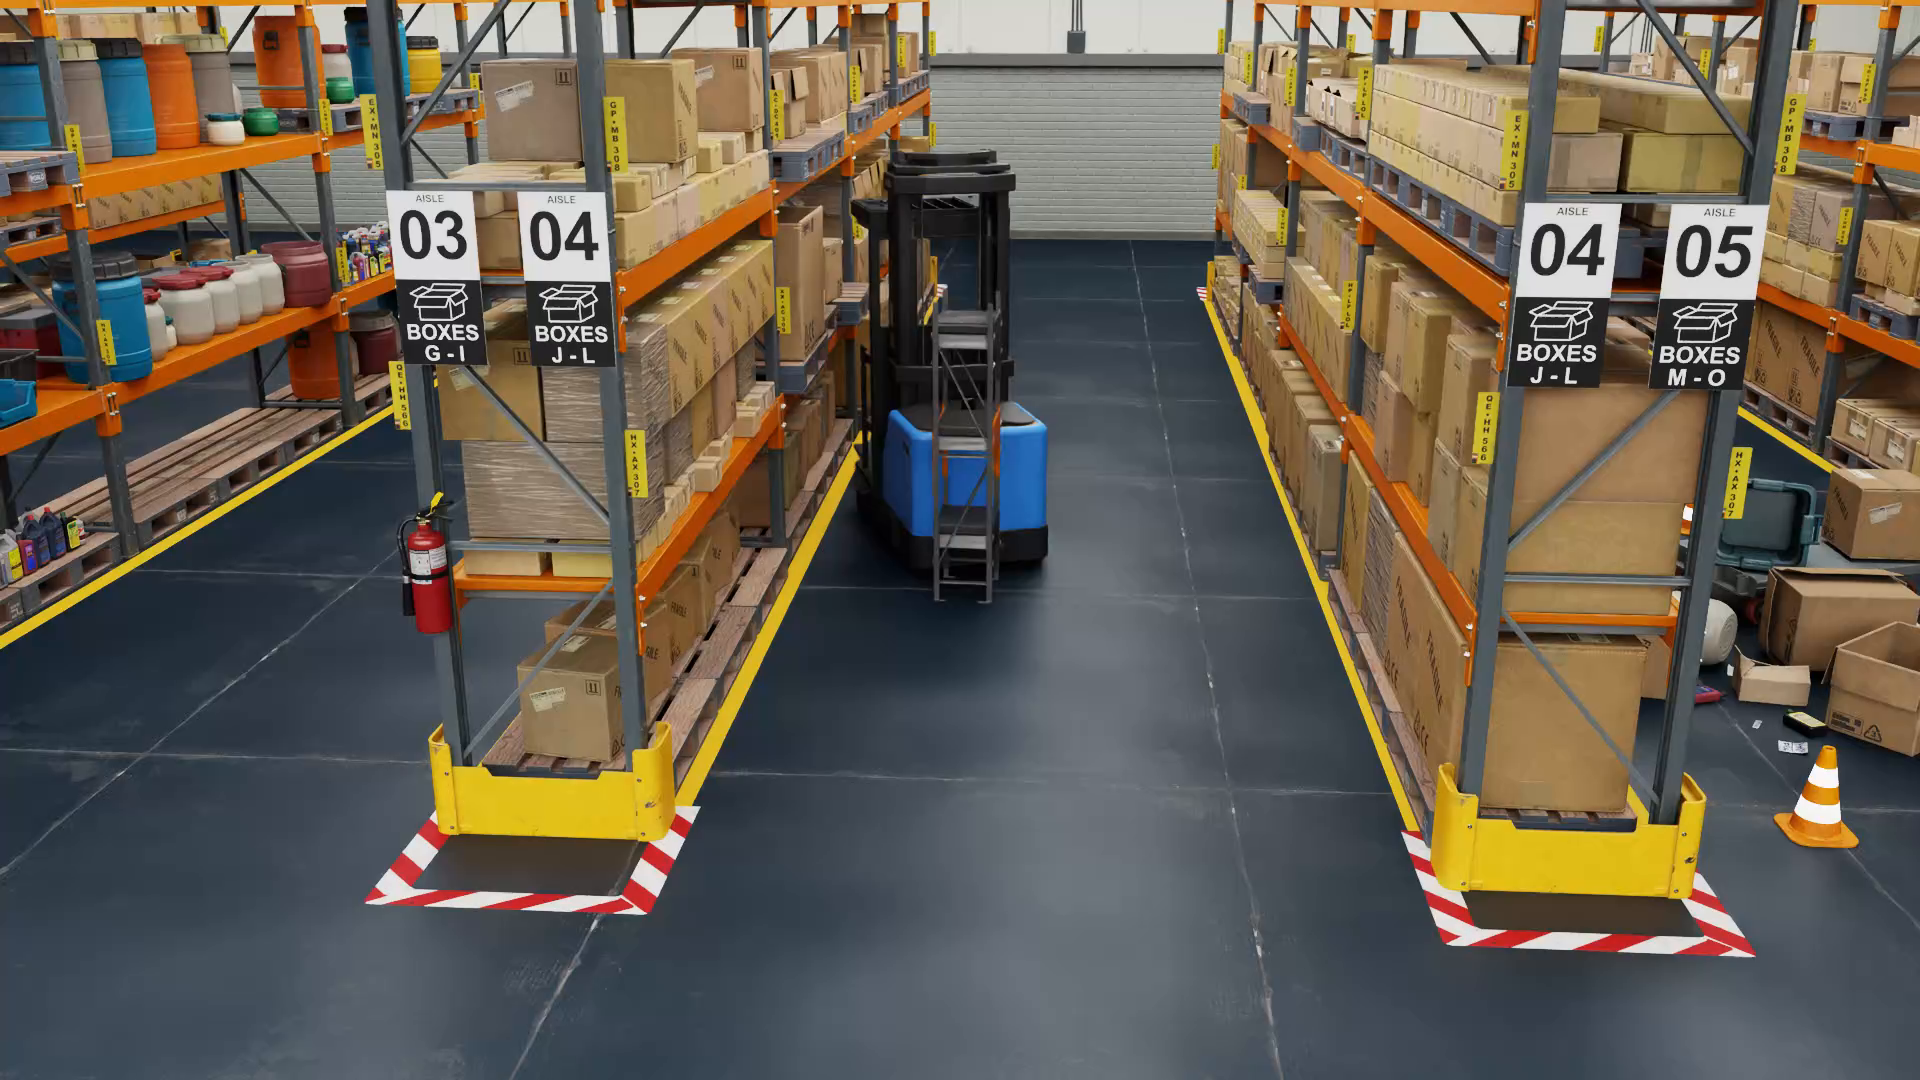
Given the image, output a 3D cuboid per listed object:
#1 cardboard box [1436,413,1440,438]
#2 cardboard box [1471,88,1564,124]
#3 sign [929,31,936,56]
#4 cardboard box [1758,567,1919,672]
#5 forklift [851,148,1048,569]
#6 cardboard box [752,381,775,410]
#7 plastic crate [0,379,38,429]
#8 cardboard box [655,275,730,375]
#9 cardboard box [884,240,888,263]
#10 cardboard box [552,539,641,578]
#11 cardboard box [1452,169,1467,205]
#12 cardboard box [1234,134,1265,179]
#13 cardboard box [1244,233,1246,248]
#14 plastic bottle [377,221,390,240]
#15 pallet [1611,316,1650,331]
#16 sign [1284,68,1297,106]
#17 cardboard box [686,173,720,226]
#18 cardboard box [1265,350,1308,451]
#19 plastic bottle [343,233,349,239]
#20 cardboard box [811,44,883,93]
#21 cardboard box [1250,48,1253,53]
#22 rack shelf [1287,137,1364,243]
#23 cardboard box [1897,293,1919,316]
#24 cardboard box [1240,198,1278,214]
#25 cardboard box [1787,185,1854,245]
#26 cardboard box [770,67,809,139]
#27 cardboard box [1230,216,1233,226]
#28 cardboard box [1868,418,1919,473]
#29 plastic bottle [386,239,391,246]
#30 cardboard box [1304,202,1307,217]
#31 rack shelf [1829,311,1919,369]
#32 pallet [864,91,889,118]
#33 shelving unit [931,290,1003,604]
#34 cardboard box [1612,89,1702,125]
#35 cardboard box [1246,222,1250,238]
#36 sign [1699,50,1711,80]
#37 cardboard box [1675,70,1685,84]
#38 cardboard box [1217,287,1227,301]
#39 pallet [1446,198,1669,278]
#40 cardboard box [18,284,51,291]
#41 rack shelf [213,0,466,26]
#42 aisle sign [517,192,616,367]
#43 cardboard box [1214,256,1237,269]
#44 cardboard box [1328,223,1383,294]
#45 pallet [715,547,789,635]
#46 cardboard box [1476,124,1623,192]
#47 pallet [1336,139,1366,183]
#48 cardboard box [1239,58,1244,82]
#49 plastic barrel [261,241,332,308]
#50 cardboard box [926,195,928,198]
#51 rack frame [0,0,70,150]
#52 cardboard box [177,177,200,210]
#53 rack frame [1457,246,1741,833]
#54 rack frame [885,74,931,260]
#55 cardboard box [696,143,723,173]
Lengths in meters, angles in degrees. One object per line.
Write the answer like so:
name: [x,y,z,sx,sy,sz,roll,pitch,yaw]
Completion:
cardboard box: [3.041,-0.346,8.922,0.875,0.550,0.550,1,18,4]
cardboard box: [2.600,-2.018,7.734,0.380,0.149,0.250,2,18,5]
sign: [-0.376,-6.720,22.502,0.100,0.325,0.005,1,18,4]
cardboard box: [5.480,0.492,10.396,0.797,0.637,0.503,1,18,4]
forklift: [-0.226,-1.606,13.117,1.130,2.935,3.031,-5,19,-14]
cardboard box: [-1.499,-1.008,11.586,0.380,0.149,0.250,1,18,4]
plastic crate: [-6.526,-0.891,11.064,0.499,0.251,0.616,1,18,4]
cardboard box: [-1.645,-1.253,9.686,0.500,0.500,0.500,1,18,4]
cardboard box: [-1.037,-3.266,17.911,0.500,0.500,0.500,1,18,3]
cardboard box: [-1.805,0.078,8.272,0.380,0.149,0.250,1,18,4]
cardboard box: [2.617,-1.717,8.097,0.380,0.149,0.250,1,18,4]
cardboard box: [3.532,-4.520,19.656,0.500,0.500,0.500,1,18,2]
cardboard box: [3.161,-3.106,17.313,0.380,0.149,0.250,1,18,3]
plastic bottle: [-6.583,-3.488,18.950,0.152,0.276,0.135,1,18,4]
pallet: [8.898,-2.753,20.987,1.003,0.211,1.213,1,18,4]
sign: [2.909,-3.985,14.619,0.100,0.325,0.005,1,18,4]
cardboard box: [-1.669,-1.932,9.427,0.500,0.250,0.500,2,18,6]
cardboard box: [3.316,-1.244,14.842,1.050,0.750,0.750,1,18,3]
plastic bottle: [-6.675,-3.205,18.092,0.097,0.271,0.097,0,18,0]
cardboard box: [-1.235,-5.178,18.255,0.700,0.500,0.500,2,18,5]
cardboard box: [3.495,-5.510,18.903,0.380,0.149,0.250,2,18,5]
rack shelf: [3.306,-2.763,12.877,1.077,0.370,4.000,1,18,4]
cardboard box: [8.026,-1.949,13.784,0.380,0.149,0.250,1,18,4]
cardboard box: [3.194,-3.550,17.715,0.380,0.149,0.250,1,18,3]
cardboard box: [8.199,-3.071,15.710,0.500,0.500,0.500,2,18,5]
cardboard box: [-1.578,-3.311,12.554,0.797,0.503,0.637,2,18,6]
cardboard box: [3.564,-4.005,20.732,0.380,0.149,0.250,2,18,5]
cardboard box: [8.299,-0.768,13.996,0.950,0.372,0.625,1,18,3]
plastic bottle: [-5.978,-3.053,17.621,0.152,0.276,0.135,1,18,4]
cardboard box: [3.824,-3.456,17.426,0.380,0.149,0.250,1,18,2]
rack shelf: [8.251,-1.259,13.103,1.077,0.370,4.000,1,18,4]
pallet: [-1.220,-4.734,18.044,0.805,0.209,1.217,1,18,2]
shelving unit: [0.050,-0.639,11.501,0.431,2.100,0.503,2,18,7]
cardboard box: [3.255,-2.002,7.687,0.380,0.149,0.250,1,18,3]
cardboard box: [3.139,-3.167,17.022,0.380,0.149,0.250,1,18,3]
sign: [8.127,-5.185,18.155,0.100,0.325,0.005,1,18,4]
cardboard box: [8.427,-5.305,19.047,0.380,0.149,0.250,2,18,5]
cardboard box: [3.591,-3.238,21.890,0.380,0.149,0.250,2,18,5]
pallet: [2.919,-1.430,7.796,1.003,0.211,1.213,1,18,4]
cardboard box: [-10.834,-2.769,19.865,0.500,0.500,0.500,1,18,4]
rack shelf: [-6.287,-5.494,17.035,1.077,0.370,4.000,1,18,4]
aisle sign: [-1.769,-1.168,7.495,0.394,0.787,0.004,1,18,4]
cardboard box: [3.647,-3.758,22.523,0.380,0.149,0.250,0,18,1]
cardboard box: [3.302,-2.209,13.082,0.700,0.500,0.500,1,18,3]
pallet: [-1.790,0.334,11.566,1.003,0.211,1.213,1,18,4]
cardboard box: [2.633,-1.717,7.457,0.500,0.250,0.500,2,18,5]
pallet: [3.180,-2.679,11.772,0.805,0.209,1.217,1,18,2]
cardboard box: [3.598,-5.607,19.840,0.500,0.250,0.500,2,18,6]
plastic barrel: [-6.162,-2.467,15.418,0.600,0.536,0.708,1,18,4]
cardboard box: [-0.631,-4.610,22.577,0.380,0.149,0.250,1,18,4]
rack frame: [-6.717,-4.162,11.174,1.000,3.000,0.127,1,18,4]
cardboard box: [-10.633,-4.736,22.400,0.500,0.500,0.500,1,18,4]
rack frame: [2.876,0.184,7.545,1.000,3.000,0.127,1,18,4]
rack frame: [-0.917,-4.928,23.145,1.000,3.000,0.127,1,18,4]
cardboard box: [-1.601,-2.228,9.687,0.380,0.149,0.250,2,18,6]
